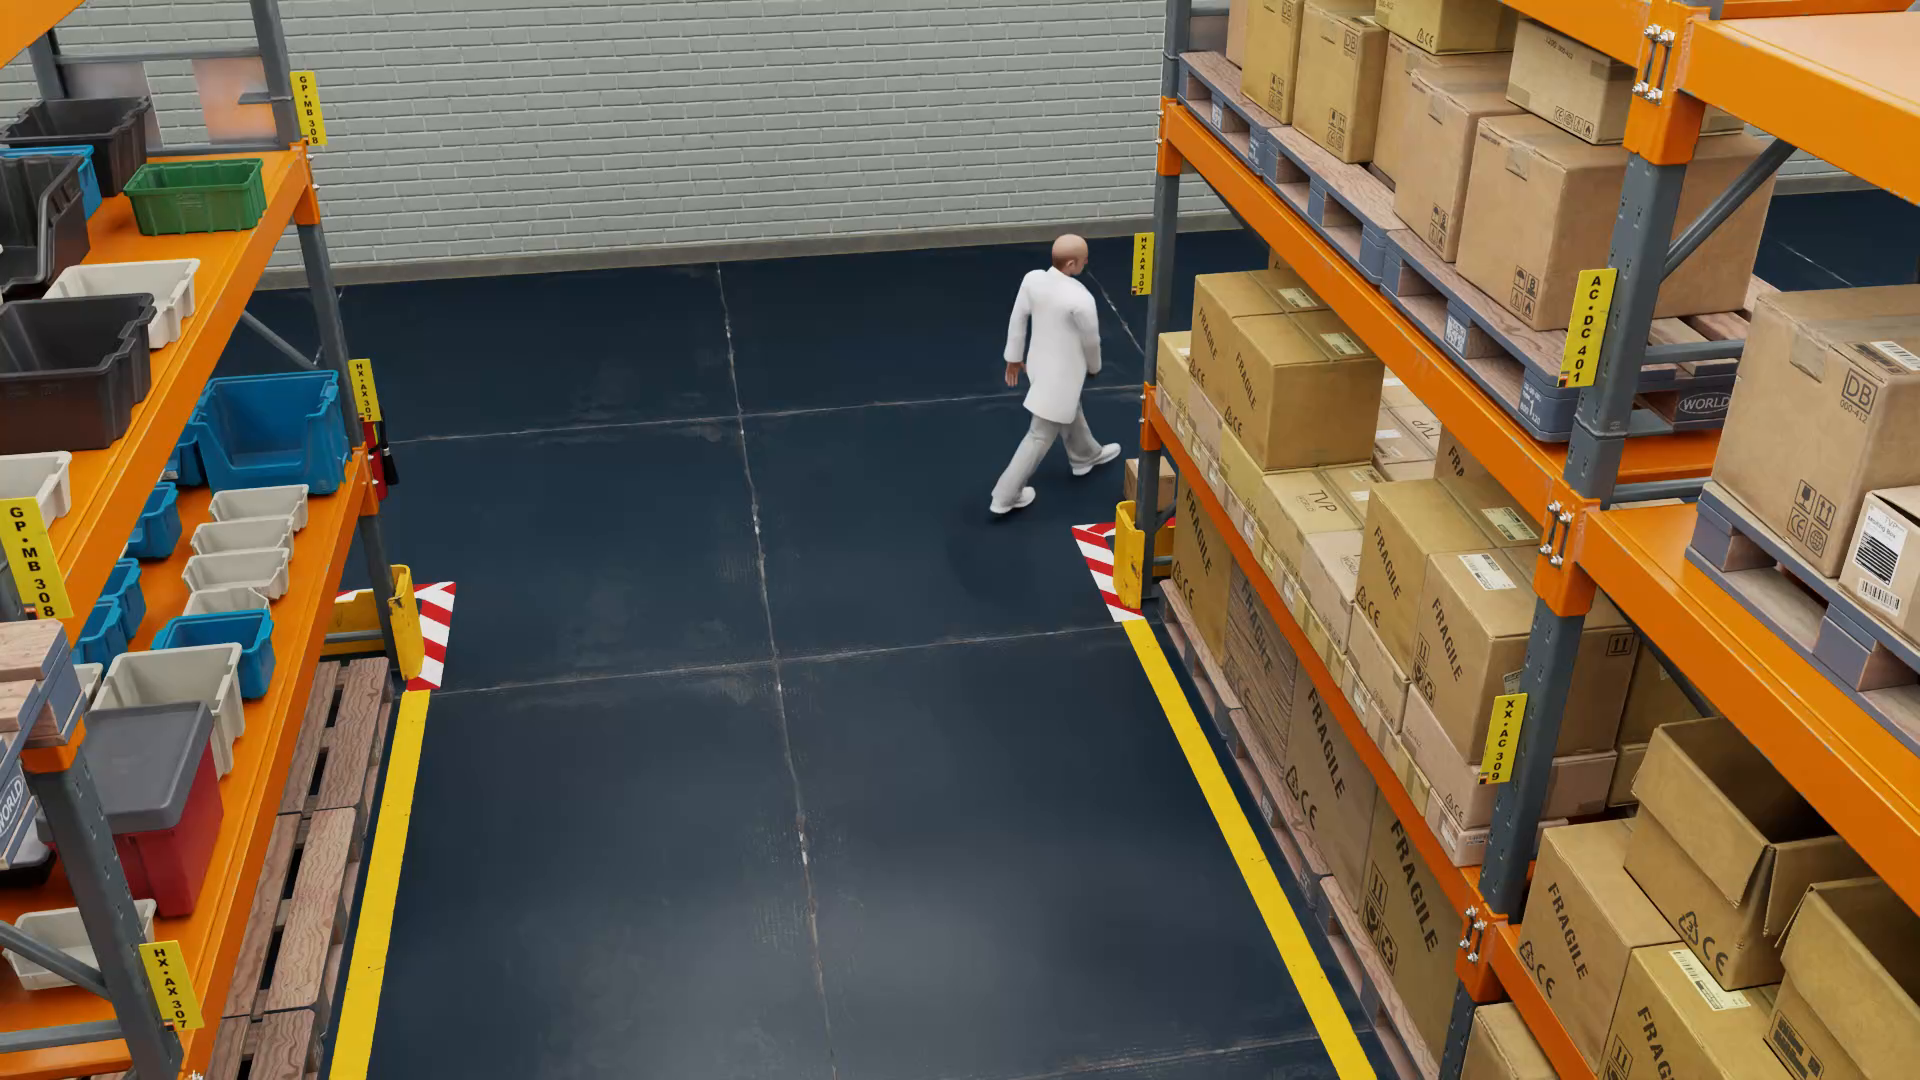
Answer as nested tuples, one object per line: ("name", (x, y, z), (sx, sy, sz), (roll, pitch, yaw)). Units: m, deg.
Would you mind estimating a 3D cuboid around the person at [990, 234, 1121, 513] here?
("person", (0.631, -1.045, 9.951), (1.109, 1.711, 0.618), (-20, 36, -30))
